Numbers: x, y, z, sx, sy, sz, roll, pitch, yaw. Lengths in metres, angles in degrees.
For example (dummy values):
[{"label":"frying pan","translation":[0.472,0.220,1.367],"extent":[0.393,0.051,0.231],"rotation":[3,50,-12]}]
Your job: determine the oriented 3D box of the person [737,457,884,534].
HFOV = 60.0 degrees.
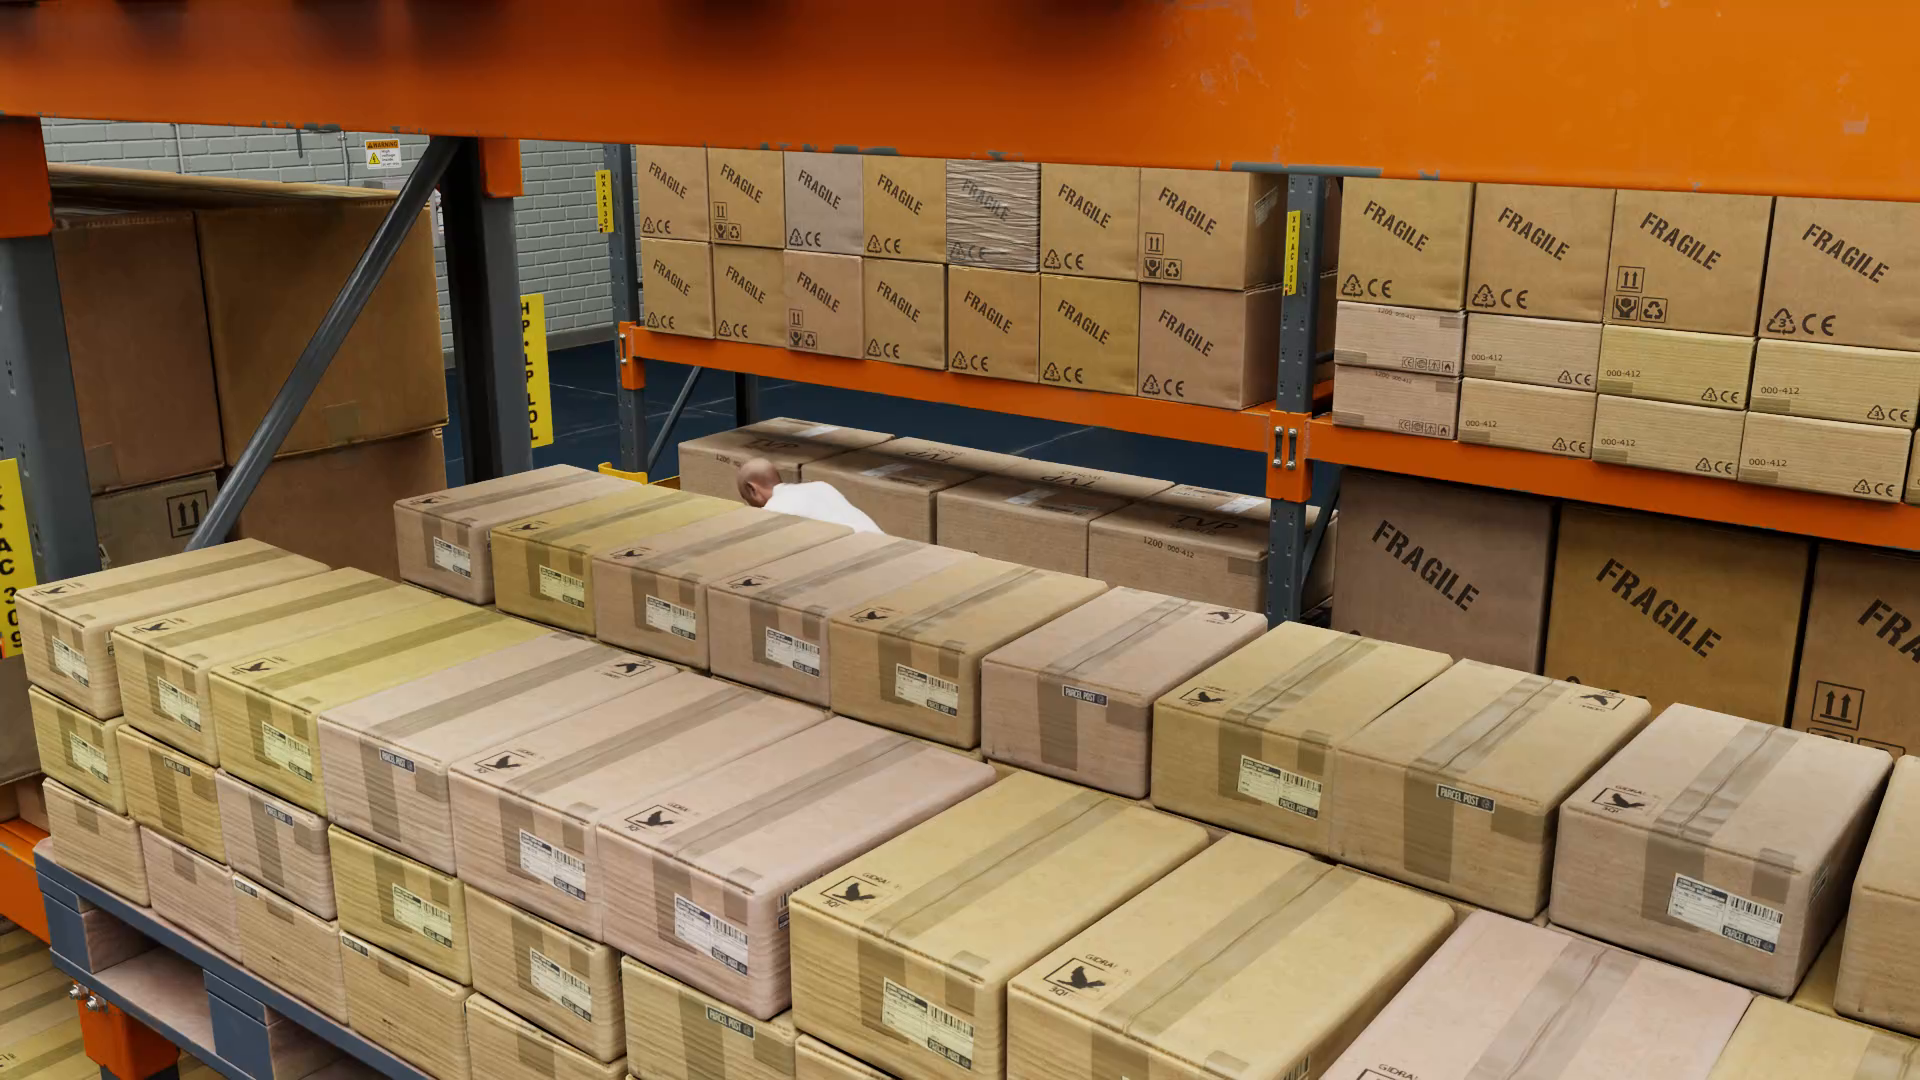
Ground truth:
[{"label":"person","translation":[-0.660,0.158,7.440],"extent":[0.911,0.986,0.609],"rotation":[12,20,35]}]
